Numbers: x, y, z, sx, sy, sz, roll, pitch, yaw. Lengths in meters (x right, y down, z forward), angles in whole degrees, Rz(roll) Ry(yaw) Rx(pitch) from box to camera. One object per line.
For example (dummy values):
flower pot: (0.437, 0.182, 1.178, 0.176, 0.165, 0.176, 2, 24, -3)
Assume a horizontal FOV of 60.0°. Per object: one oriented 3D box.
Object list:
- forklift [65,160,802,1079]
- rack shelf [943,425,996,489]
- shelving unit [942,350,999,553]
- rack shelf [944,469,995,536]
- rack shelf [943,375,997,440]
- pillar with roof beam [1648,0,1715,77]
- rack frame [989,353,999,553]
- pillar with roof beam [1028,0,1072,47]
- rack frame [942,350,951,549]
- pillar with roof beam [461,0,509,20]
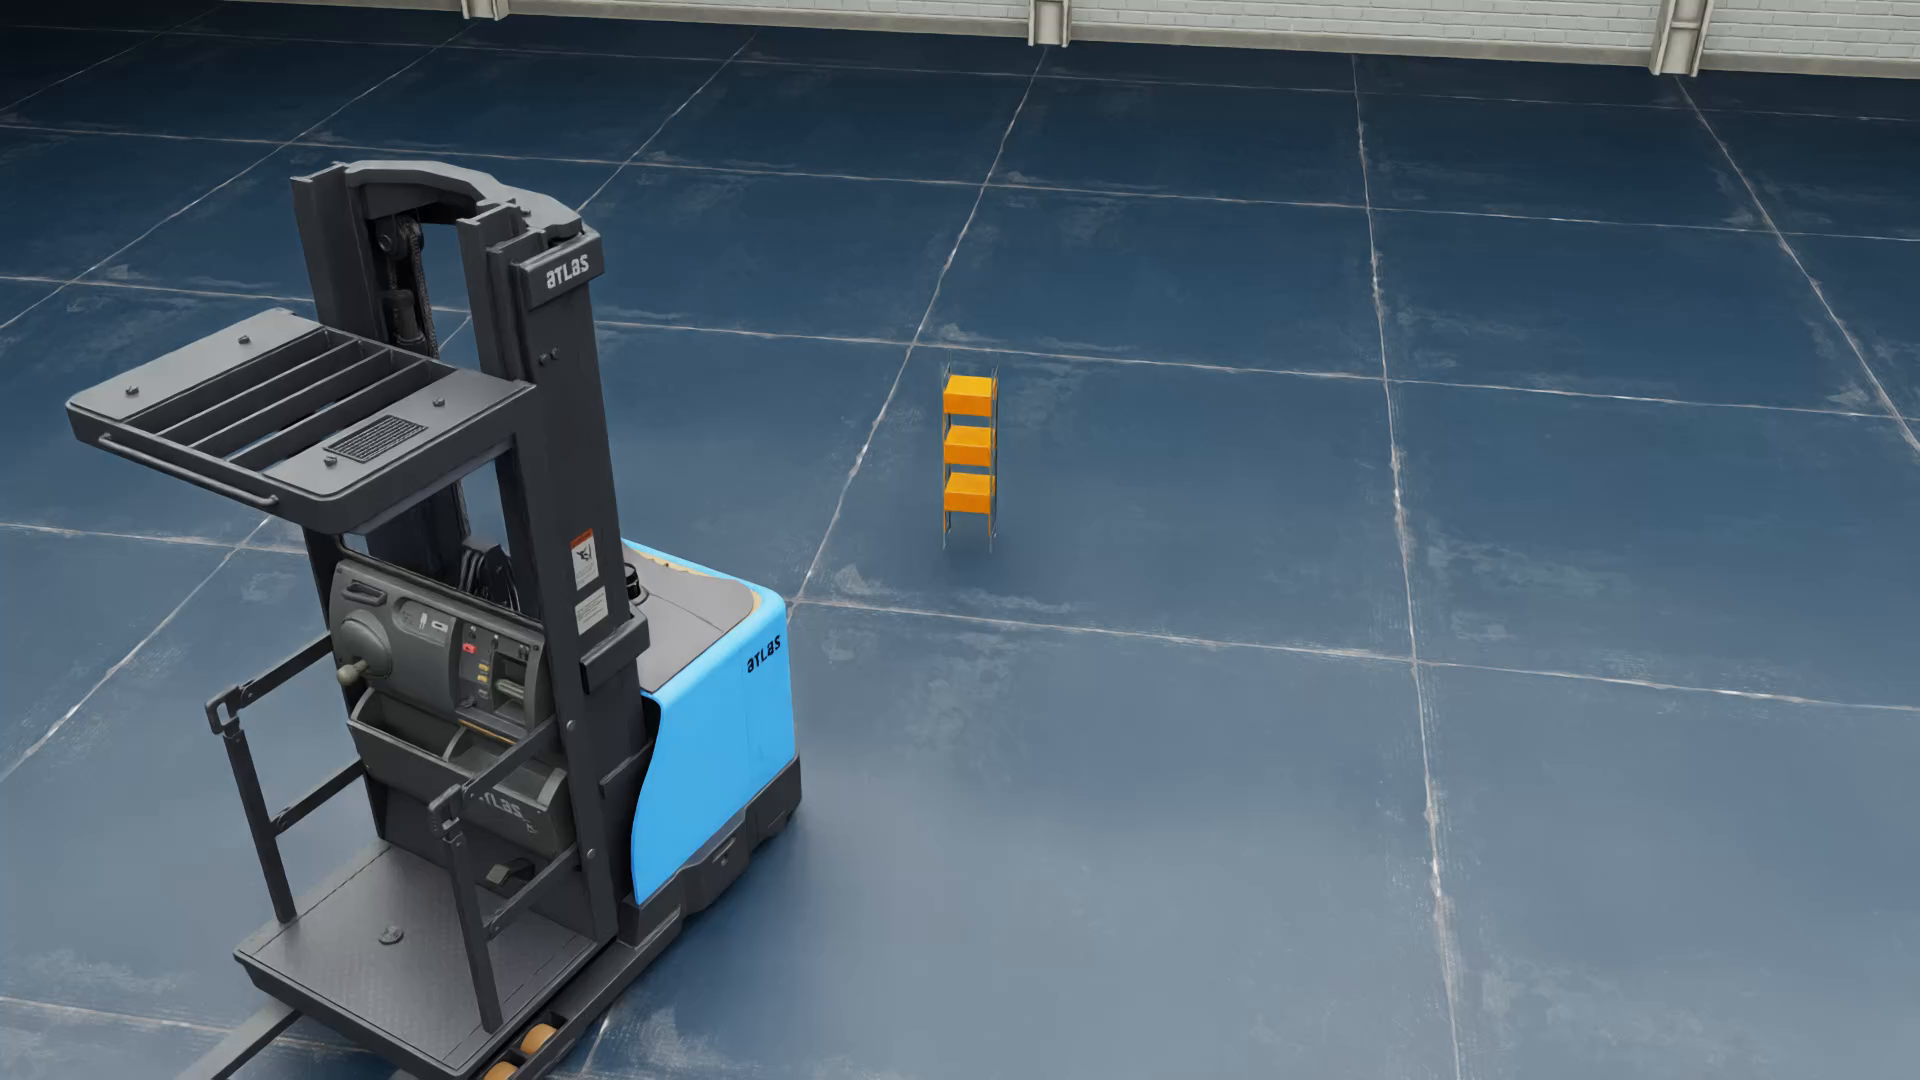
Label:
forklift: (-1.835, 0.420, 5.317, 1.130, 2.935, 3.031, 17, 36, 25)
rack shelf: (0.053, -0.431, 8.469, 0.240, 0.259, 0.215, 5, 32, 8)
shelving unit: (0.053, -0.440, 8.464, 0.252, 1.050, 0.215, 5, 32, 8)
rack shelf: (0.053, -0.196, 8.617, 0.240, 0.259, 0.215, 5, 32, 8)
rack shelf: (0.053, -0.672, 8.319, 0.240, 0.259, 0.215, 5, 32, 8)
pillar with roof beam: (6.091, -6.050, 9.934, 0.400, 9.000, 9.100, 5, 32, 8)
rack frame: (0.173, -0.429, 8.446, 0.008, 1.050, 0.200, 5, 32, 8)
pillar with roof beam: (0.177, -6.585, 10.789, 0.400, 9.000, 9.100, 5, 32, 8)
rack frame: (-0.068, -0.451, 8.481, 0.008, 1.050, 0.200, 5, 32, 8)
pillar with roof beam: (-5.737, -7.121, 11.645, 0.400, 9.000, 9.100, 5, 32, 8)
